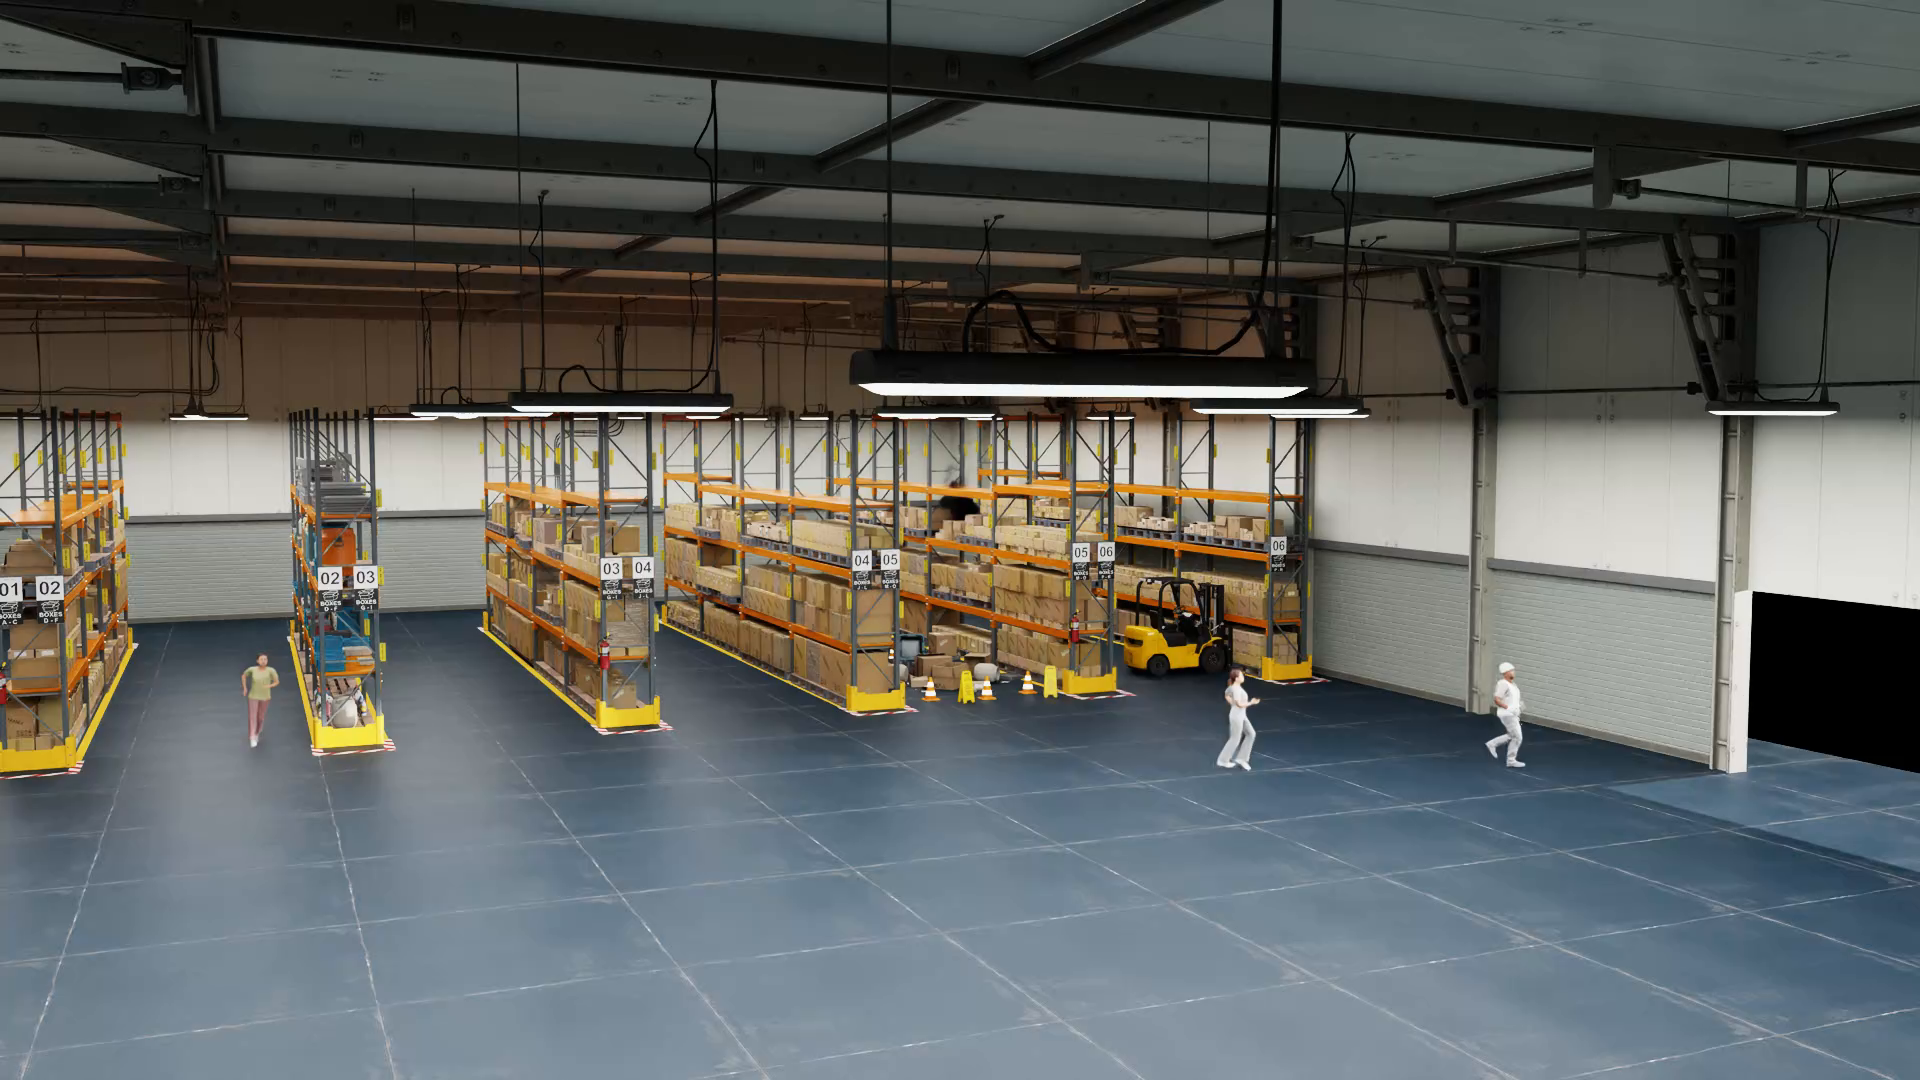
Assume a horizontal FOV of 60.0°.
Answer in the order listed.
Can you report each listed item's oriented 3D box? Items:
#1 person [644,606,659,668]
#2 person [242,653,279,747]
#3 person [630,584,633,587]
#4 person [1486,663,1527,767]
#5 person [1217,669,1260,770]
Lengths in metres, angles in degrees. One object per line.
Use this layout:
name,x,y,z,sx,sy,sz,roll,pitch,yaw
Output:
person,-7.392,2.090,39.058,0.667,1.768,0.967,-2,5,-29
person,-12.338,2.798,29.376,0.599,1.632,1.056,-2,4,-27
person,-9.753,1.585,47.594,0.808,1.731,0.774,0,4,6
person,9.109,2.911,27.753,0.675,1.735,0.685,2,5,30
person,4.591,2.969,27.421,0.691,1.705,0.544,1,4,12
